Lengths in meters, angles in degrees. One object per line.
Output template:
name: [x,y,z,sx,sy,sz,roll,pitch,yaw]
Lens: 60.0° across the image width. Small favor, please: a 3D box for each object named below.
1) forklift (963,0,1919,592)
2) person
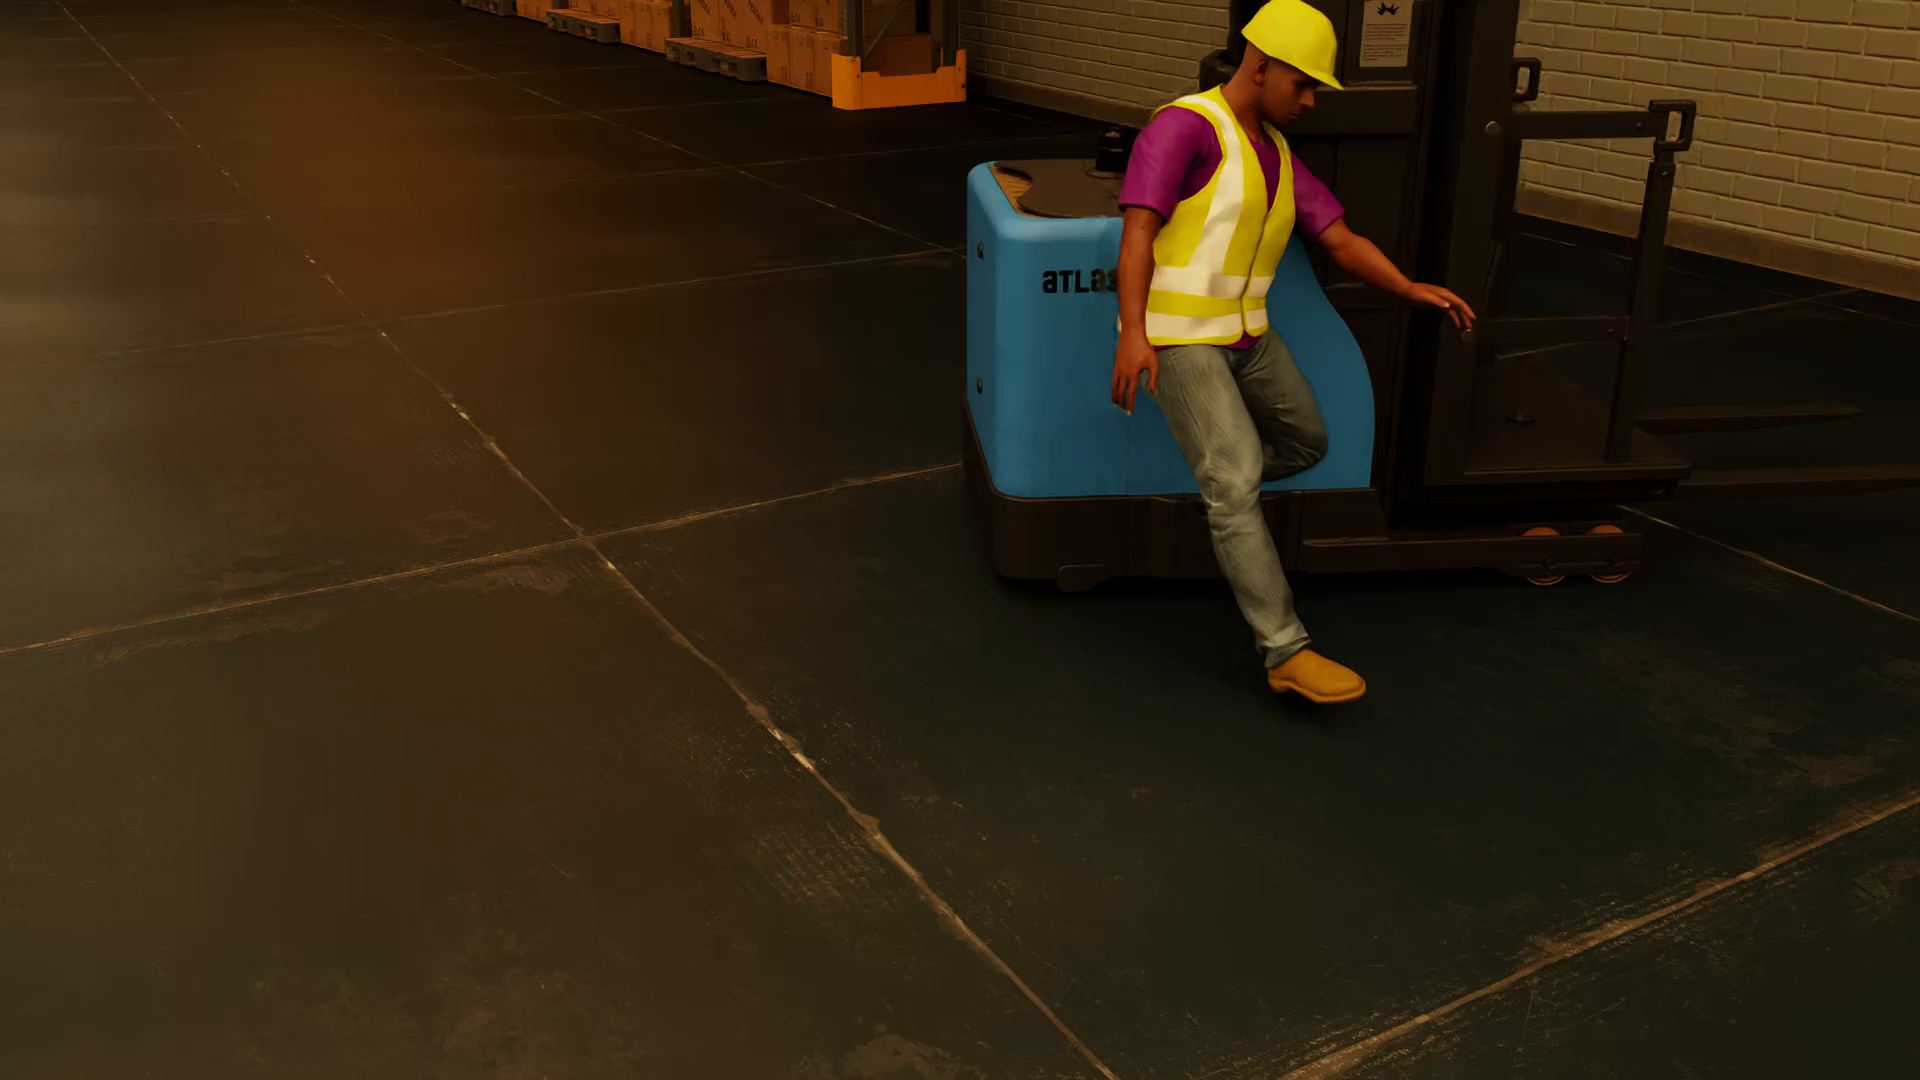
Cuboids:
forklift: [1.556,-1.422,4.740,3.031,2.935,1.130,-2,22,-5]
person: [0.807,-0.501,4.179,0.967,1.613,0.917,19,29,39]
